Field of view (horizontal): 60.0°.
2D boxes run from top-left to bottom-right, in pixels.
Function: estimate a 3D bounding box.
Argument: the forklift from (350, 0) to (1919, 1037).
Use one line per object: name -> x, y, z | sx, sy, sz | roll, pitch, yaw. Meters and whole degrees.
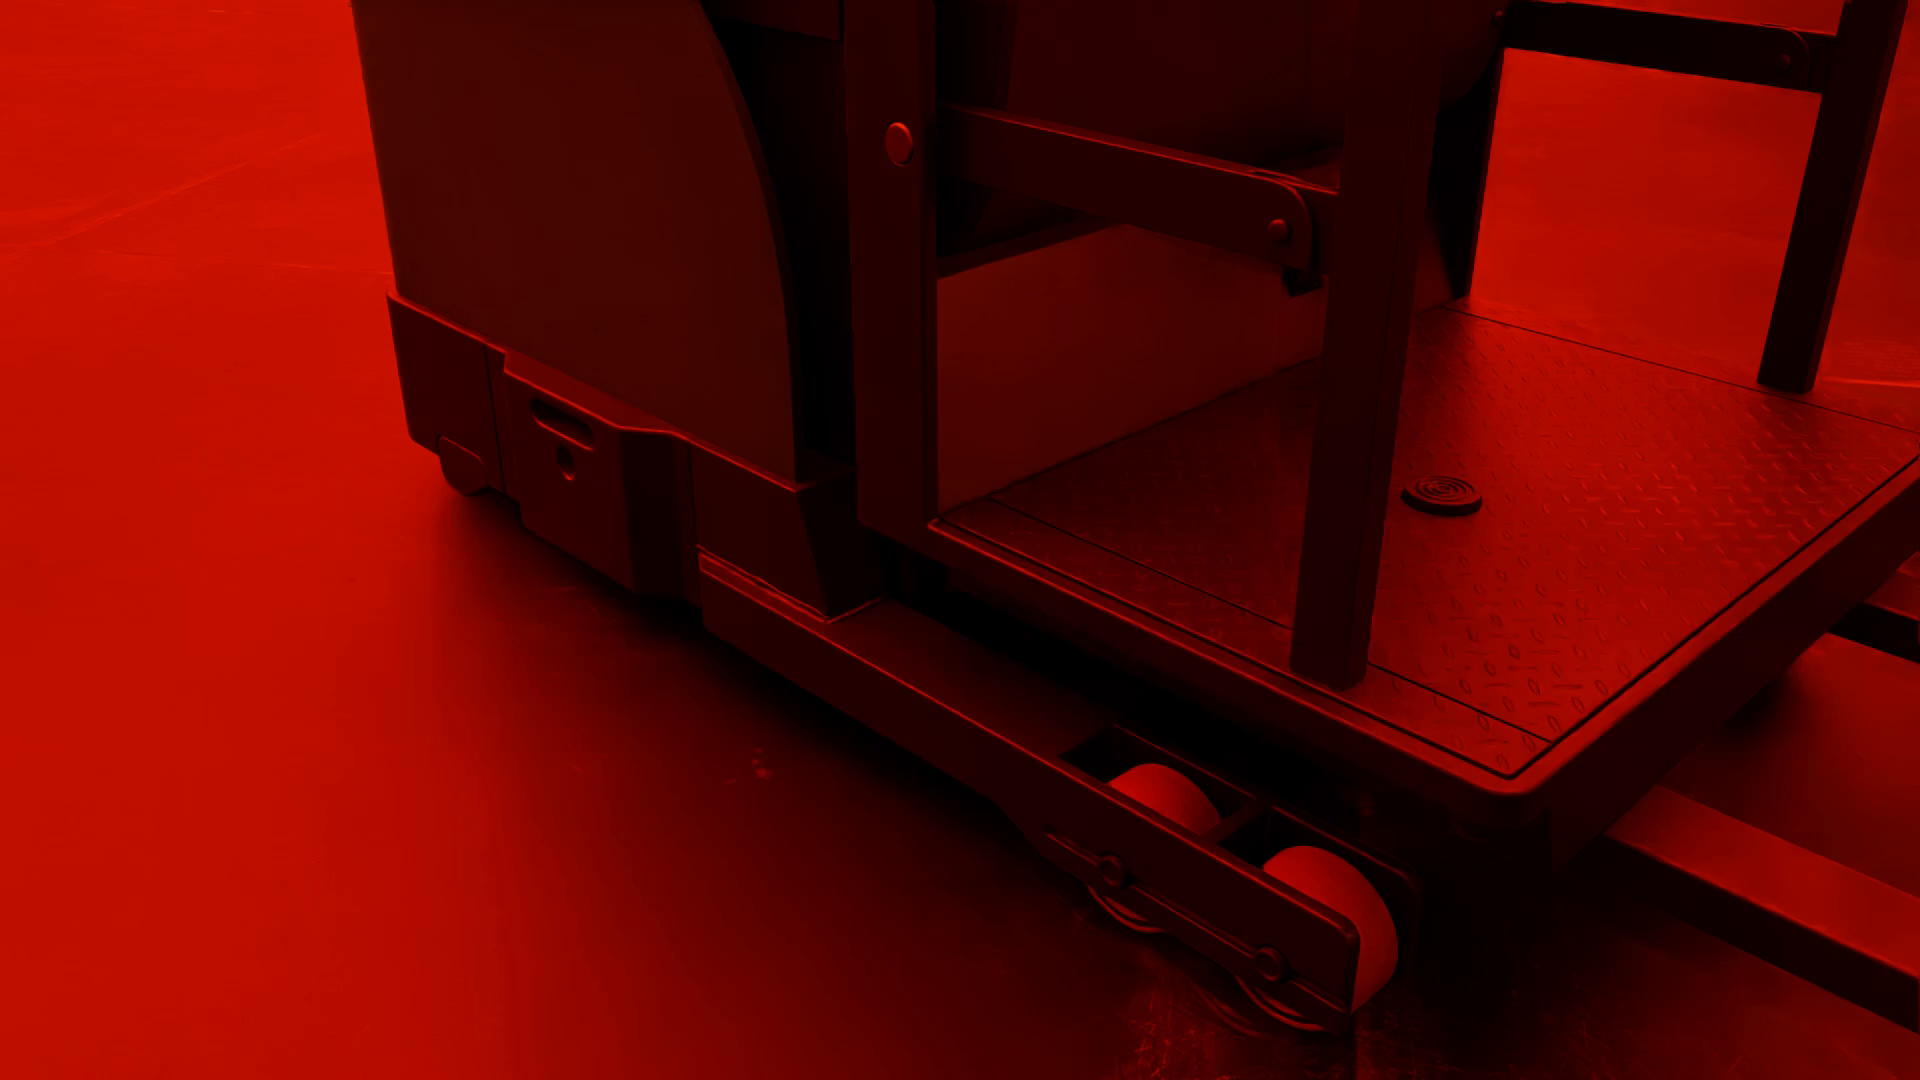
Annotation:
forklift -> 0.492, -1.109, 1.444 | 1.130, 2.935, 3.031 | -24, 35, -39
